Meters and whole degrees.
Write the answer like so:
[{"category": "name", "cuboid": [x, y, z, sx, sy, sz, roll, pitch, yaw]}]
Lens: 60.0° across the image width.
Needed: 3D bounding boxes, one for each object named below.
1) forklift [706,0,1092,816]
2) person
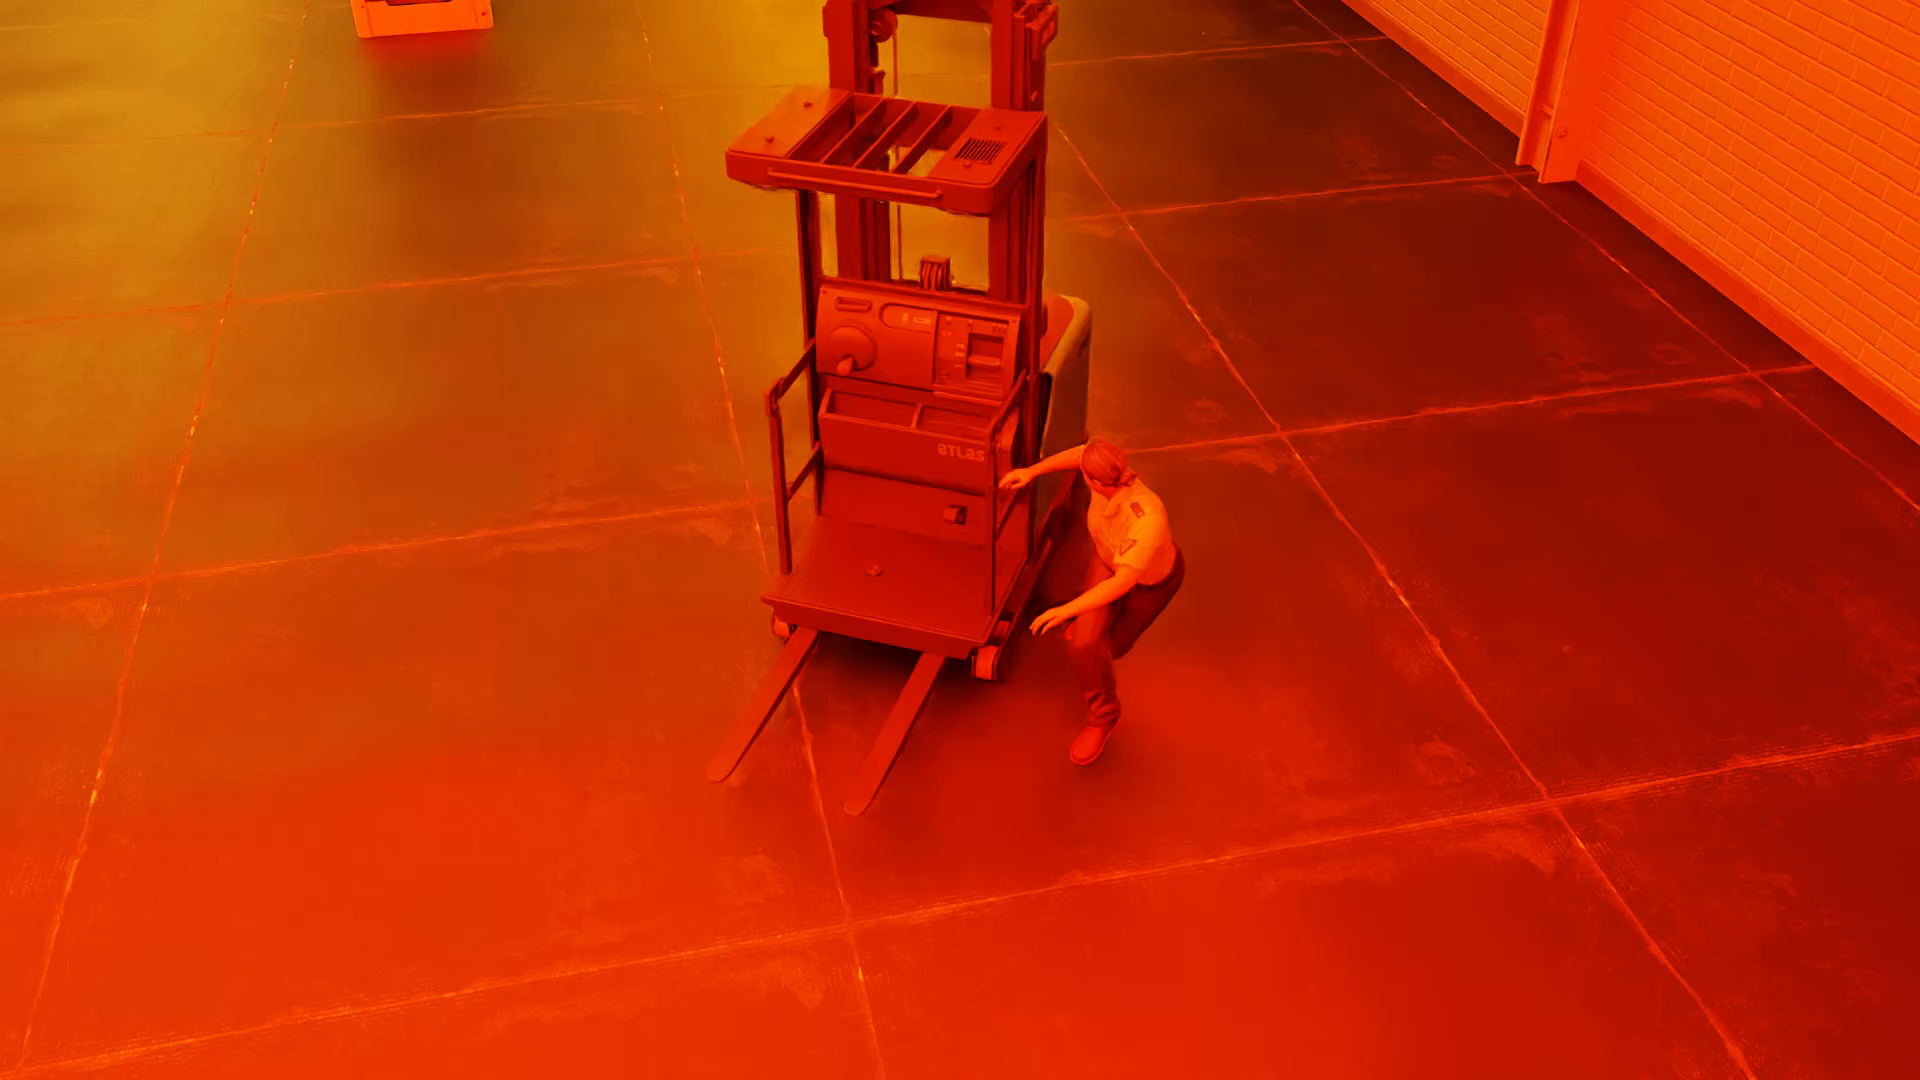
[{"category": "forklift", "cuboid": [-0.255, -0.809, 7.174, 1.130, 2.935, 3.031, 11, 37, 15]}, {"category": "person", "cuboid": [0.468, 0.171, 6.935, 0.836, 1.439, 1.066, 22, 41, 28]}]
